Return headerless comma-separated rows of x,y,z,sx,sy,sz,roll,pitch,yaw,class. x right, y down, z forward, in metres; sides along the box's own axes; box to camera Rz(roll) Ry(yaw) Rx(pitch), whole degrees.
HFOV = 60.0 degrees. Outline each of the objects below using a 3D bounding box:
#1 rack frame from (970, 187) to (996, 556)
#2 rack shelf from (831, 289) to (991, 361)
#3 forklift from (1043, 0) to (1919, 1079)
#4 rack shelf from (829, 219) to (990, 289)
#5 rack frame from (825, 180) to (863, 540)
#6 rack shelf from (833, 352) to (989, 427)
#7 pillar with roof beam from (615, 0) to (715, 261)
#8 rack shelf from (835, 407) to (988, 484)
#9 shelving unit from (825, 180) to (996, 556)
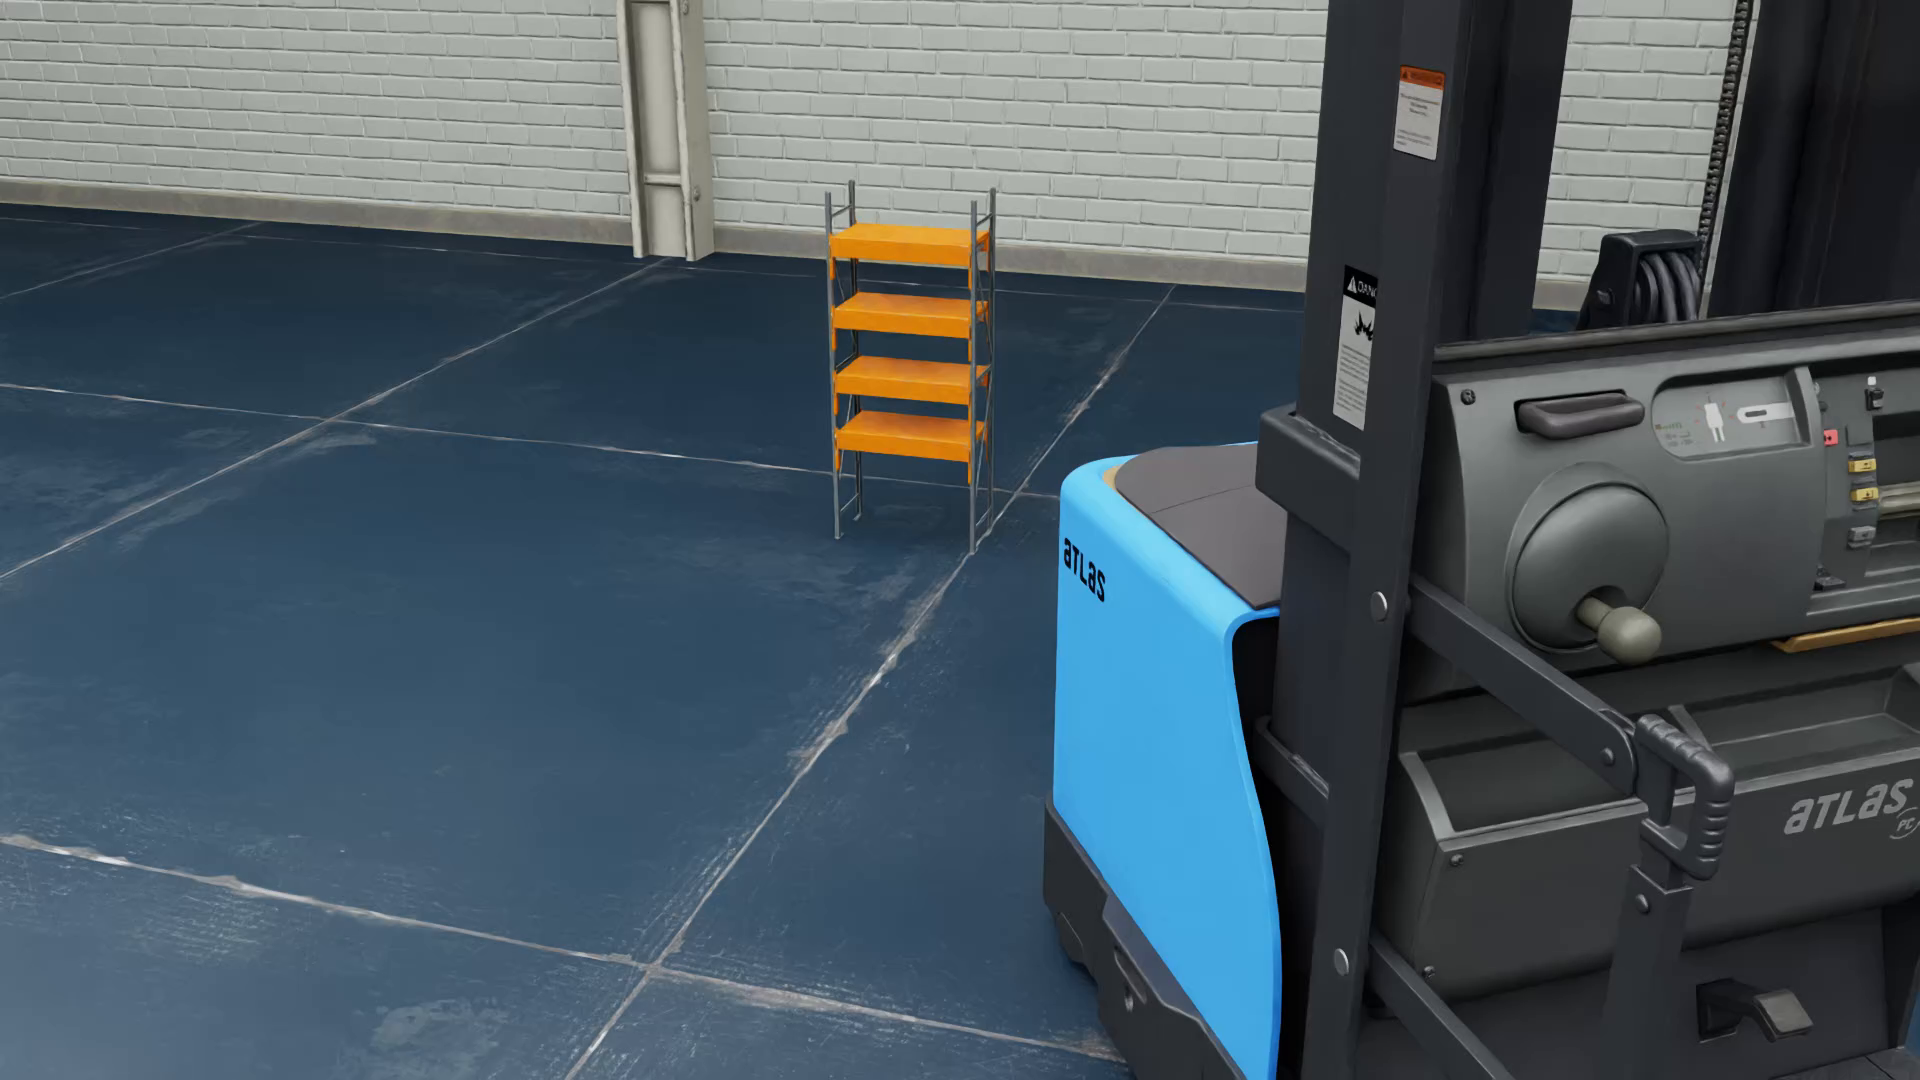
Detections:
0.075,-0.547,5.521,0.015,1.200,0.240,7,23,16,rack frame
-0.158,-0.718,5.527,0.480,0.148,0.258,7,23,16,rack shelf
1.123,-0.046,2.020,1.130,2.935,3.031,-7,23,-17,forklift
-0.158,-0.937,5.437,0.480,0.148,0.258,7,23,16,rack shelf
-0.392,-0.600,5.652,0.015,1.200,0.240,7,23,16,rack frame
-0.158,-0.511,5.612,0.480,0.148,0.258,7,23,16,rack shelf
-2.946,-4.310,4.419,0.400,9.000,9.100,7,23,16,pillar with roof beam
-0.158,-0.327,5.687,0.480,0.148,0.258,7,23,16,rack shelf
-0.158,-0.573,5.587,0.503,1.200,0.258,7,23,16,shelving unit
